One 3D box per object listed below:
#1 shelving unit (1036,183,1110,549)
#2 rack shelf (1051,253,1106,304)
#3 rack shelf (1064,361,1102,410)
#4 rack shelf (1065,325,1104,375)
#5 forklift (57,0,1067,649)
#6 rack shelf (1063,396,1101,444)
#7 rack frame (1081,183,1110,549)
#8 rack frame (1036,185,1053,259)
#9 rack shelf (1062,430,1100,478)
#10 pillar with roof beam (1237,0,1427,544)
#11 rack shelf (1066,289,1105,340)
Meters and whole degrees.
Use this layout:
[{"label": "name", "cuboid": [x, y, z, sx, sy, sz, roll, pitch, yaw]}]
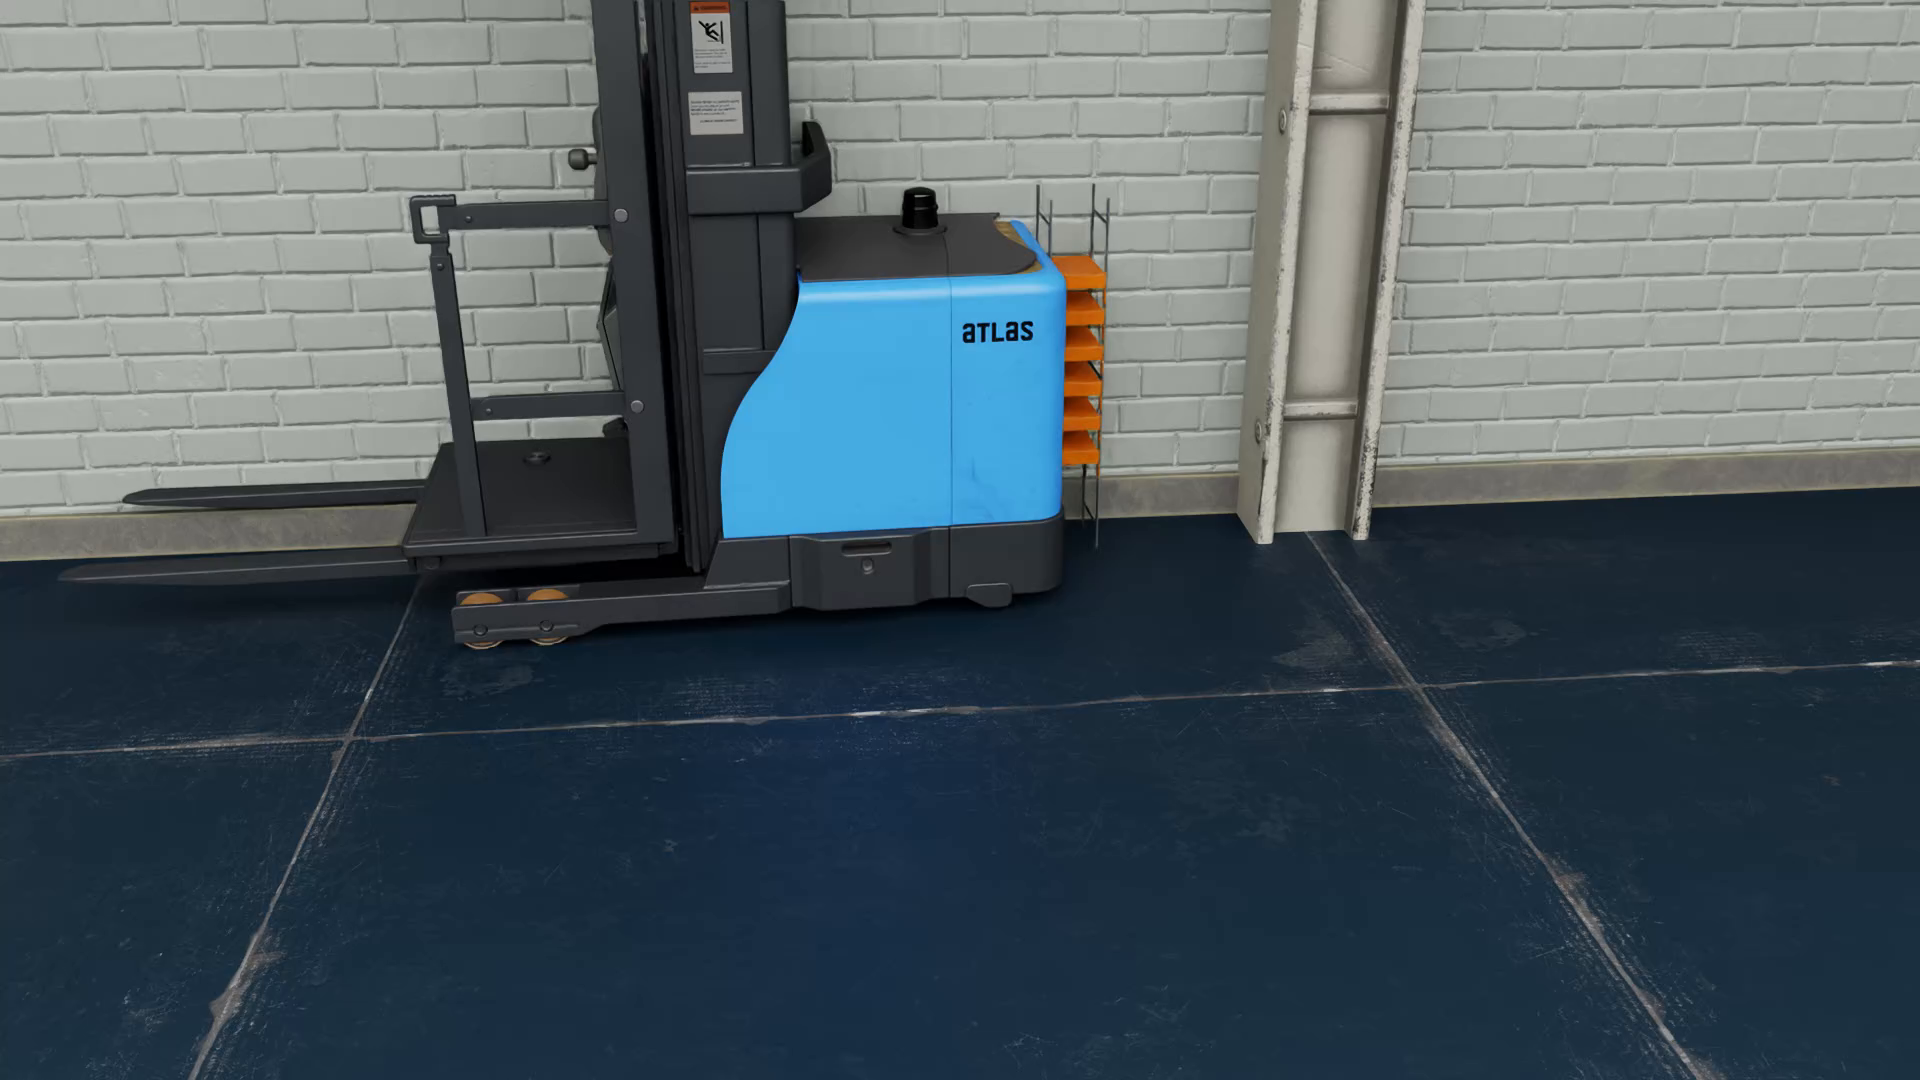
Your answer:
[{"label": "shelving unit", "cuboid": [0.359, -0.559, 5.531, 0.189, 1.200, 0.258, -3, 24, -7]}, {"label": "rack shelf", "cuboid": [0.359, -0.848, 5.403, 0.180, 0.103, 0.258, -3, 24, -7]}, {"label": "rack shelf", "cuboid": [0.359, -0.519, 5.549, 0.180, 0.103, 0.258, -3, 24, -7]}, {"label": "rack shelf", "cuboid": [0.359, -0.628, 5.501, 0.180, 0.103, 0.258, -3, 24, -7]}, {"label": "forklift", "cuboid": [-1.231, -1.239, 4.929, 3.031, 2.935, 1.130, -3, 24, -7]}, {"label": "rack shelf", "cuboid": [0.359, -0.409, 5.598, 0.180, 0.103, 0.258, -3, 24, -7]}, {"label": "rack frame", "cuboid": [0.449, -0.565, 5.543, 0.006, 1.200, 0.240, -3, 24, -7]}, {"label": "rack frame", "cuboid": [0.268, -0.554, 5.520, 0.006, 1.200, 0.240, -3, 24, -7]}, {"label": "rack shelf", "cuboid": [0.359, -0.300, 5.647, 0.180, 0.103, 0.258, -3, 24, -7]}, {"label": "pillar with roof beam", "cuboid": [1.626, -2.429, 0.135, 0.400, 9.000, 9.100, -2, 24, -5]}, {"label": "rack shelf", "cuboid": [0.359, -0.738, 5.452, 0.180, 0.103, 0.258, -3, 24, -7]}]
